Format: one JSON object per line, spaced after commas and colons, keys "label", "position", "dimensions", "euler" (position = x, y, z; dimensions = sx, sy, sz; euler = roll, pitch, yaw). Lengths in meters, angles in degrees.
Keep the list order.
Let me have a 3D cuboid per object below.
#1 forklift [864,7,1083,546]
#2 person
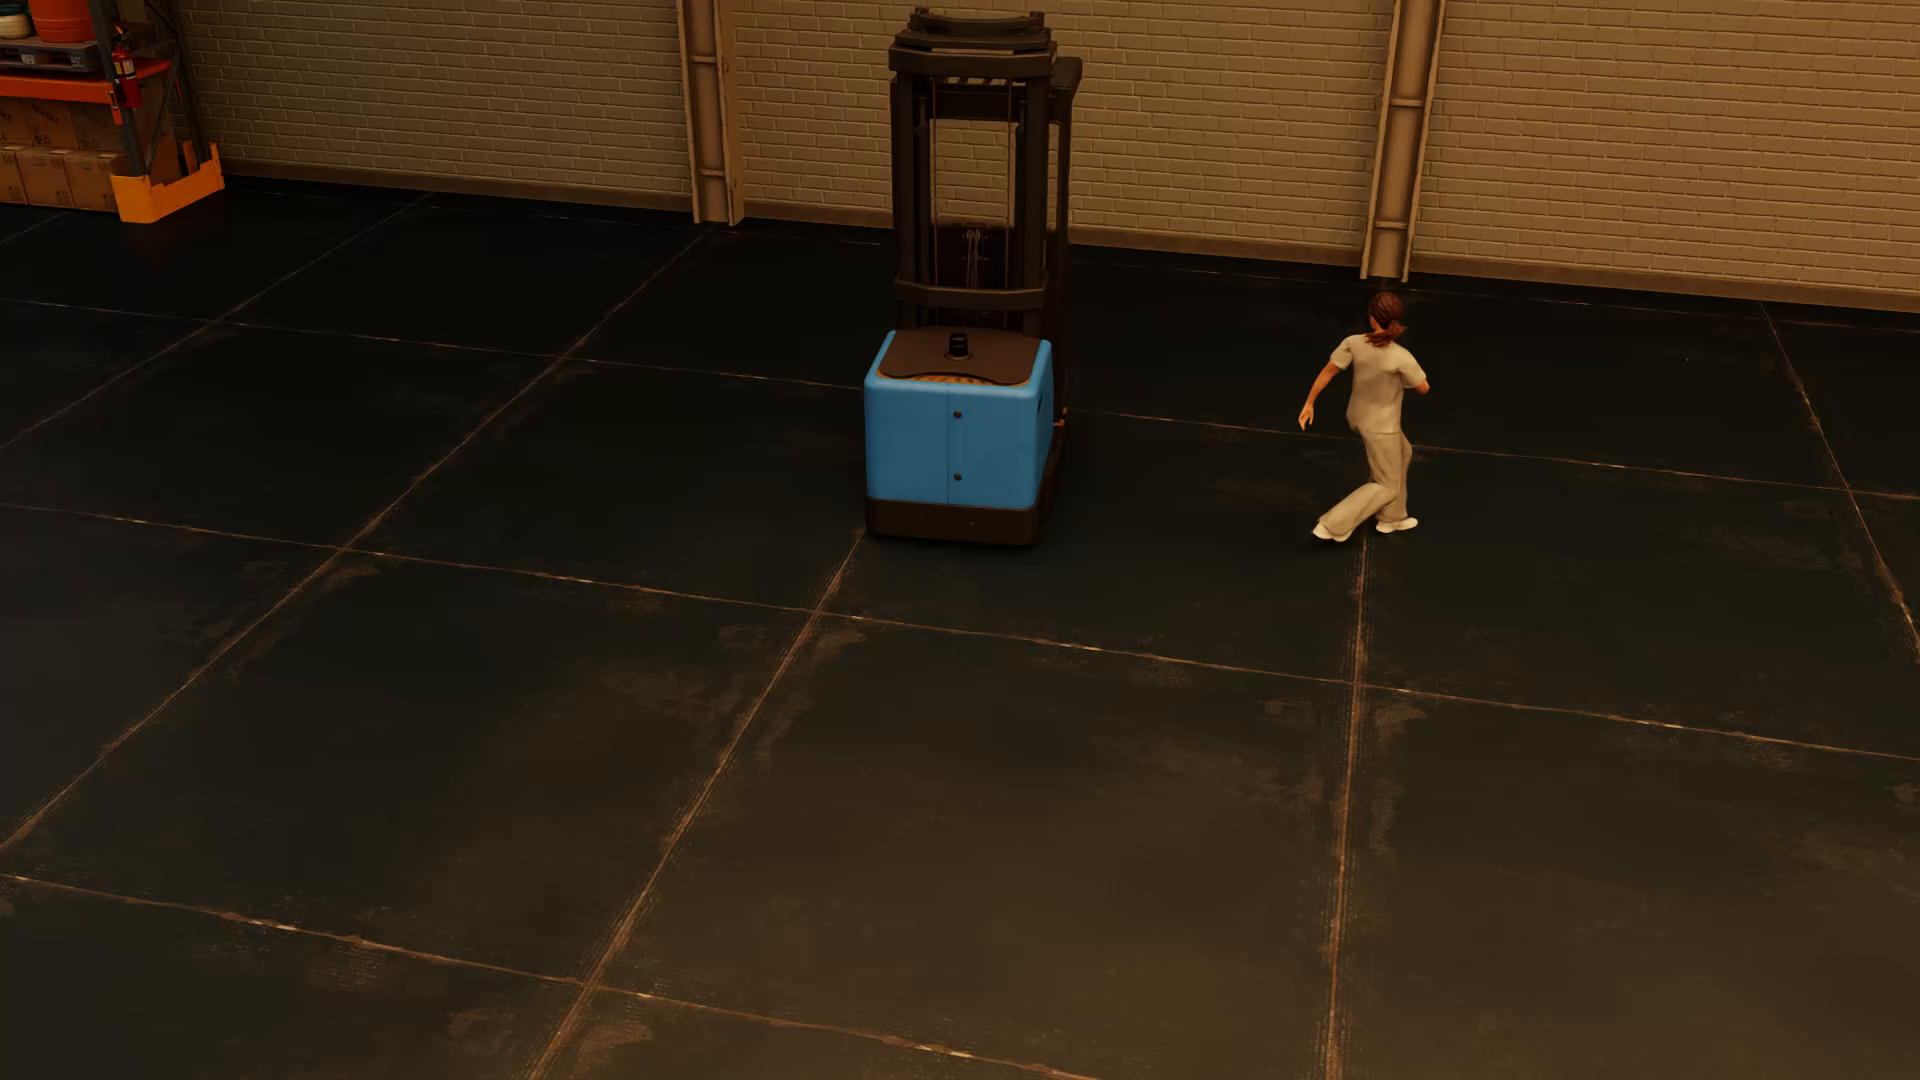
{"label": "forklift", "position": [0.164, -1.949, 10.610], "dimensions": [1.130, 2.935, 3.031], "euler": [4, 30, 8]}
{"label": "person", "position": [2.457, -0.716, 9.824], "dimensions": [0.817, 1.593, 0.485], "euler": [-12, 32, -20]}
